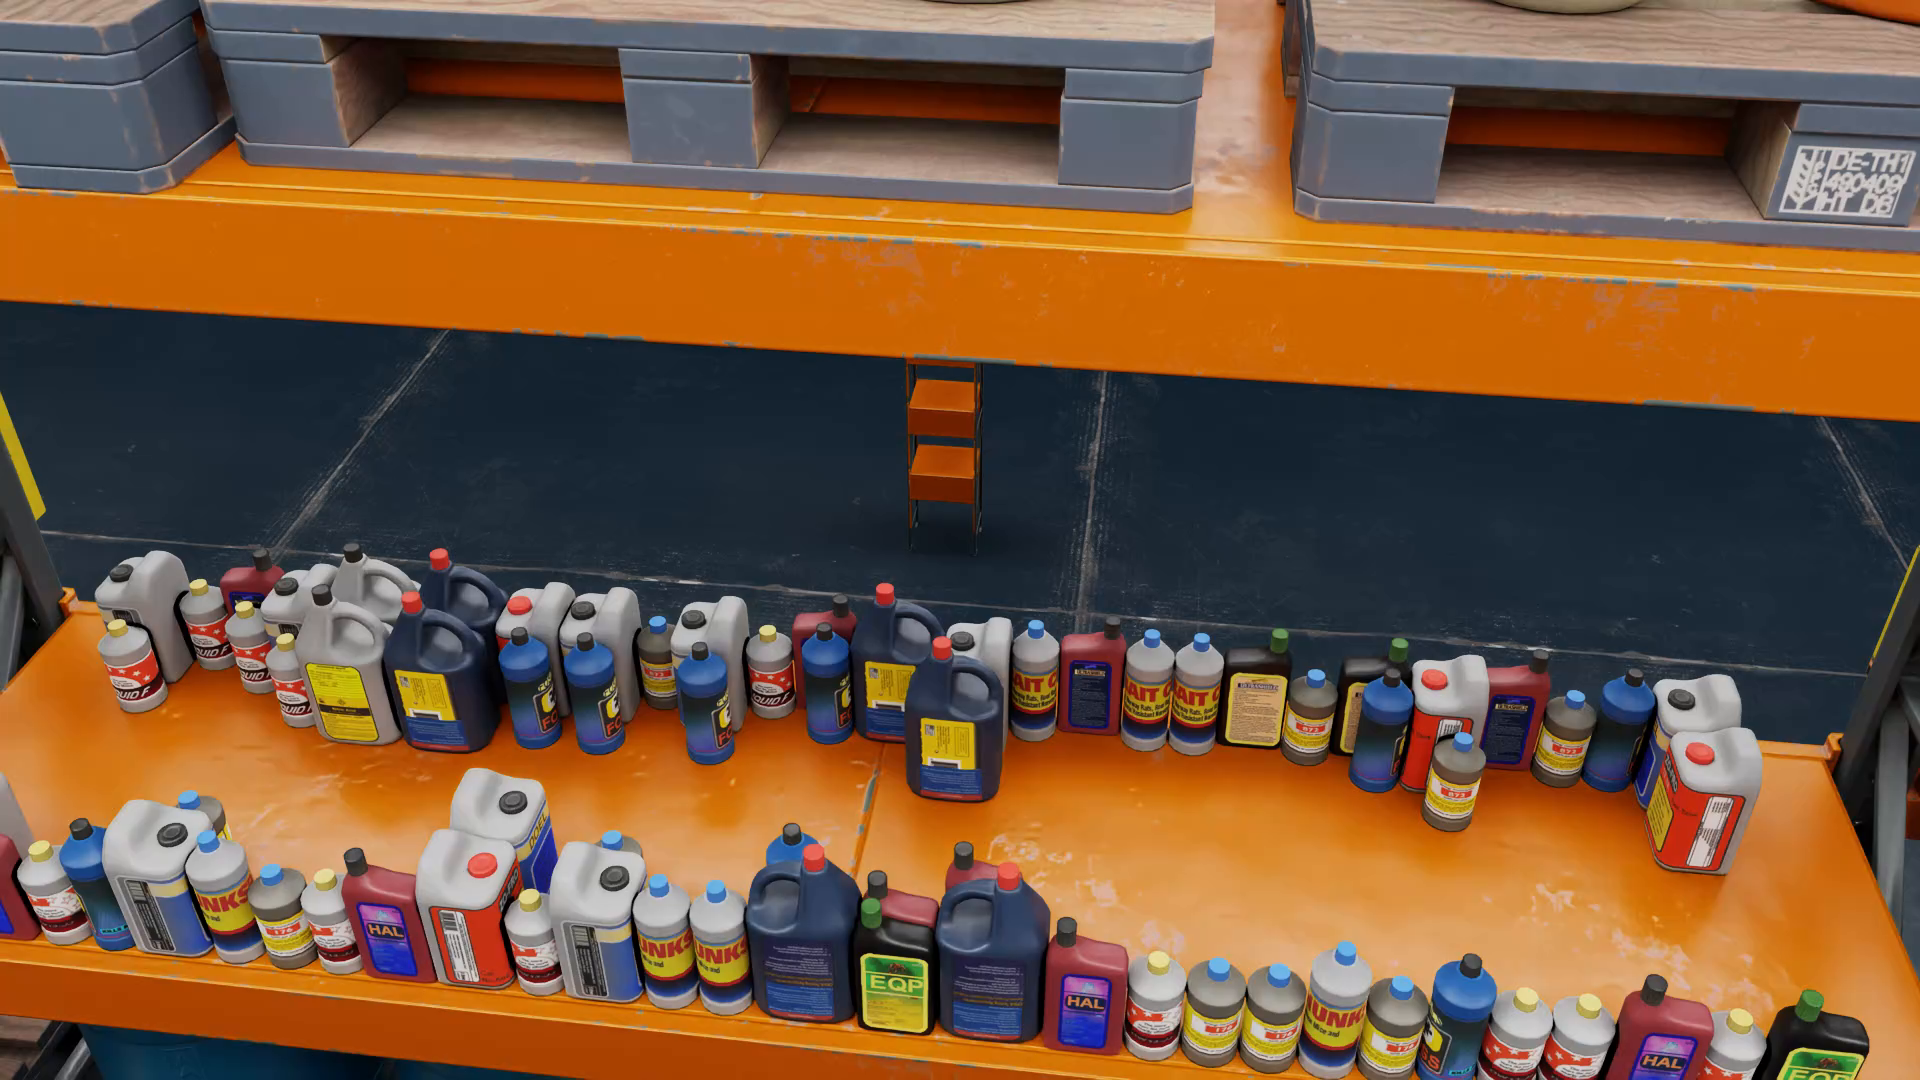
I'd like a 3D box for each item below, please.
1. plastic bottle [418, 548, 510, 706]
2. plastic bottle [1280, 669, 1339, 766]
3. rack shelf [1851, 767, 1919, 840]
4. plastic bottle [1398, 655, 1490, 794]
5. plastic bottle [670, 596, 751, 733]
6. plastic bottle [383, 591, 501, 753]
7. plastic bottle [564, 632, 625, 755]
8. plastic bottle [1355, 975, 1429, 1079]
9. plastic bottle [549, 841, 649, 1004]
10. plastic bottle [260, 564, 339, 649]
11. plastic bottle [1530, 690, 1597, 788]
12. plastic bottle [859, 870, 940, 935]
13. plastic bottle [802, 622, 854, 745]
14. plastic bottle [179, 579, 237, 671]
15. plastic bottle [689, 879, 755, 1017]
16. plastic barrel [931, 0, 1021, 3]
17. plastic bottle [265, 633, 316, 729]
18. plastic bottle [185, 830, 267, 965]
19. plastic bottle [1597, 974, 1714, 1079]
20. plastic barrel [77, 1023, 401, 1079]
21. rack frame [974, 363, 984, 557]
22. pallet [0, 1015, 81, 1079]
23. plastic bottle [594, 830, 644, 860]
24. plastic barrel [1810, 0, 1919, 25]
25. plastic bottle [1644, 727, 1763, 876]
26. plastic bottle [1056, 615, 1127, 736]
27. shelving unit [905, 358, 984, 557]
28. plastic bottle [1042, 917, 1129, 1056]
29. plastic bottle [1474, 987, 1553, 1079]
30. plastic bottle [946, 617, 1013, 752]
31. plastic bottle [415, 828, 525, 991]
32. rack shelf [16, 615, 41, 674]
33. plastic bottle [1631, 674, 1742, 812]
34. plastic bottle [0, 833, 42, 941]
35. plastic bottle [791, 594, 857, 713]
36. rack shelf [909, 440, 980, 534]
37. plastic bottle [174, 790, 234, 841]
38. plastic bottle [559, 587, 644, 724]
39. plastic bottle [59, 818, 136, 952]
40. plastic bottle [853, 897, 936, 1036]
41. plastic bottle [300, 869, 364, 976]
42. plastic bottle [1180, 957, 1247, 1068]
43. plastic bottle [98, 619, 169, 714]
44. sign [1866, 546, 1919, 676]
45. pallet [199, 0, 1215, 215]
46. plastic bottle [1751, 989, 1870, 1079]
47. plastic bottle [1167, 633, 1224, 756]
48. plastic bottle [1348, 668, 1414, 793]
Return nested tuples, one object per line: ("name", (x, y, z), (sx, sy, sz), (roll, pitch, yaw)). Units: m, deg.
("plastic bottle", (-1.034, 0.172, 3.470), (0.185, 0.351, 0.144), (4, 36, 6))
("plastic bottle", (0.706, 0.349, 3.350), (0.097, 0.201, 0.097), (0, 36, 0))
("rack shelf", (3.780, 0.995, 2.892), (4.000, 0.370, 1.077), (4, 36, 6))
("plastic bottle", (0.950, 0.353, 3.281), (0.135, 0.276, 0.152), (4, 36, 6))
("plastic bottle", (-0.513, 0.243, 3.434), (0.135, 0.276, 0.152), (4, 36, 6))
("plastic bottle", (-1.052, 0.255, 3.353), (0.185, 0.351, 0.144), (4, 36, 6))
("plastic bottle", (-0.740, 0.301, 3.356), (0.097, 0.271, 0.097), (0, 36, 0))
("plastic bottle", (0.710, 0.794, 2.727), (0.097, 0.201, 0.097), (0, 36, 0))
("plastic bottle", (-0.612, 0.649, 2.866), (0.135, 0.276, 0.152), (4, 36, 6))
("plastic bottle", (-1.376, 0.179, 3.524), (0.135, 0.276, 0.152), (4, 36, 6))
("plastic bottle", (1.201, 0.386, 3.299), (0.097, 0.201, 0.097), (0, 36, 0))
("plastic bottle", (-0.100, 0.675, 2.823), (0.133, 0.283, 0.061), (4, 36, 6))
("plastic bottle", (-0.270, 0.283, 3.382), (0.097, 0.271, 0.097), (0, 36, 0))
("plastic bottle", (-1.620, 0.175, 3.593), (0.097, 0.201, 0.097), (0, 36, 0))
("plastic bottle", (-0.404, 0.682, 2.823), (0.097, 0.271, 0.097), (0, 36, 0))
("plastic barrel", (0.019, -0.937, 1.920), (0.433, 0.535, 0.433), (0, 36, 0))
("plastic bottle", (-1.374, 0.283, 3.443), (0.097, 0.201, 0.097), (0, 36, 0))
("plastic bottle", (-1.286, 0.616, 2.915), (0.097, 0.271, 0.097), (0, 36, 0))
("plastic bottle", (1.112, 0.801, 2.646), (0.133, 0.283, 0.061), (4, 36, 6))
("plastic barrel", (-1.633, 0.992, 3.723), (0.708, 0.901, 0.600), (4, 36, 6))
("rack frame", (0.068, -0.422, 5.938), (0.008, 1.050, 0.200), (4, 36, 6))
("pallet", (-2.905, 1.362, 4.160), (1.213, 0.211, 1.003), (4, 36, 6))
("plastic bottle", (-0.614, 0.606, 2.990), (0.097, 0.201, 0.097), (0, 36, 0))
("plastic barrel", (1.234, -1.056, 1.834), (0.708, 0.830, 0.600), (4, 36, 6))
("plastic bottle", (1.389, 0.474, 3.110), (0.135, 0.276, 0.152), (4, 36, 6))
("plastic bottle", (0.268, 0.272, 3.387), (0.133, 0.283, 0.061), (4, 36, 6))
("shelving unit", (-0.053, -0.431, 5.951), (0.252, 1.050, 0.215), (4, 36, 6))
("plastic bottle", (0.207, 0.733, 2.741), (0.133, 0.283, 0.061), (4, 36, 6))
("plastic bottle", (0.904, 0.808, 2.707), (0.097, 0.201, 0.097), (0, 36, 0))
("plastic bottle", (0.033, 0.284, 3.376), (0.135, 0.276, 0.152), (4, 36, 6))
("plastic bottle", (-0.842, 0.631, 2.890), (0.135, 0.276, 0.152), (4, 36, 6))
("rack shelf", (-4.155, 0.403, 3.722), (4.000, 0.370, 1.077), (4, 36, 6))
("plastic bottle", (1.409, 0.387, 3.233), (0.135, 0.276, 0.152), (4, 36, 6))
("plastic bottle", (-1.729, 0.589, 2.943), (0.133, 0.283, 0.061), (4, 36, 6))
("plastic bottle", (-0.277, 0.231, 3.444), (0.133, 0.283, 0.061), (4, 36, 6))
("rack shelf", (-0.053, -0.196, 6.118), (0.240, 0.259, 0.215), (4, 36, 6))
("plastic bottle", (-1.400, 0.547, 3.072), (0.097, 0.201, 0.097), (0, 36, 0))
("plastic bottle", (-0.743, 0.226, 3.458), (0.135, 0.276, 0.152), (4, 36, 6))
("plastic bottle", (-1.516, 0.599, 2.939), (0.097, 0.271, 0.097), (0, 36, 0))
("plastic bottle", (-0.108, 0.710, 2.774), (0.133, 0.283, 0.061), (4, 36, 6))
("plastic bottle", (-1.093, 0.659, 2.915), (0.097, 0.201, 0.097), (0, 36, 0))
("plastic bottle", (0.421, 0.772, 2.757), (0.097, 0.201, 0.097), (0, 36, 0))
("plastic bottle", (-1.736, 0.256, 3.481), (0.097, 0.201, 0.097), (0, 36, 0))
("sign", (1.860, 0.171, 3.288), (0.005, 0.325, 0.100), (4, 36, 6))
("pallet", (-0.256, -0.802, 2.371), (1.213, 0.211, 1.003), (4, 36, 6))
("plastic bottle", (1.341, 0.818, 2.622), (0.133, 0.283, 0.061), (4, 36, 6))
("plastic bottle", (0.477, 0.303, 3.354), (0.097, 0.271, 0.097), (0, 36, 0))
("plastic bottle", (0.830, 0.365, 3.267), (0.097, 0.271, 0.097), (0, 36, 0))
